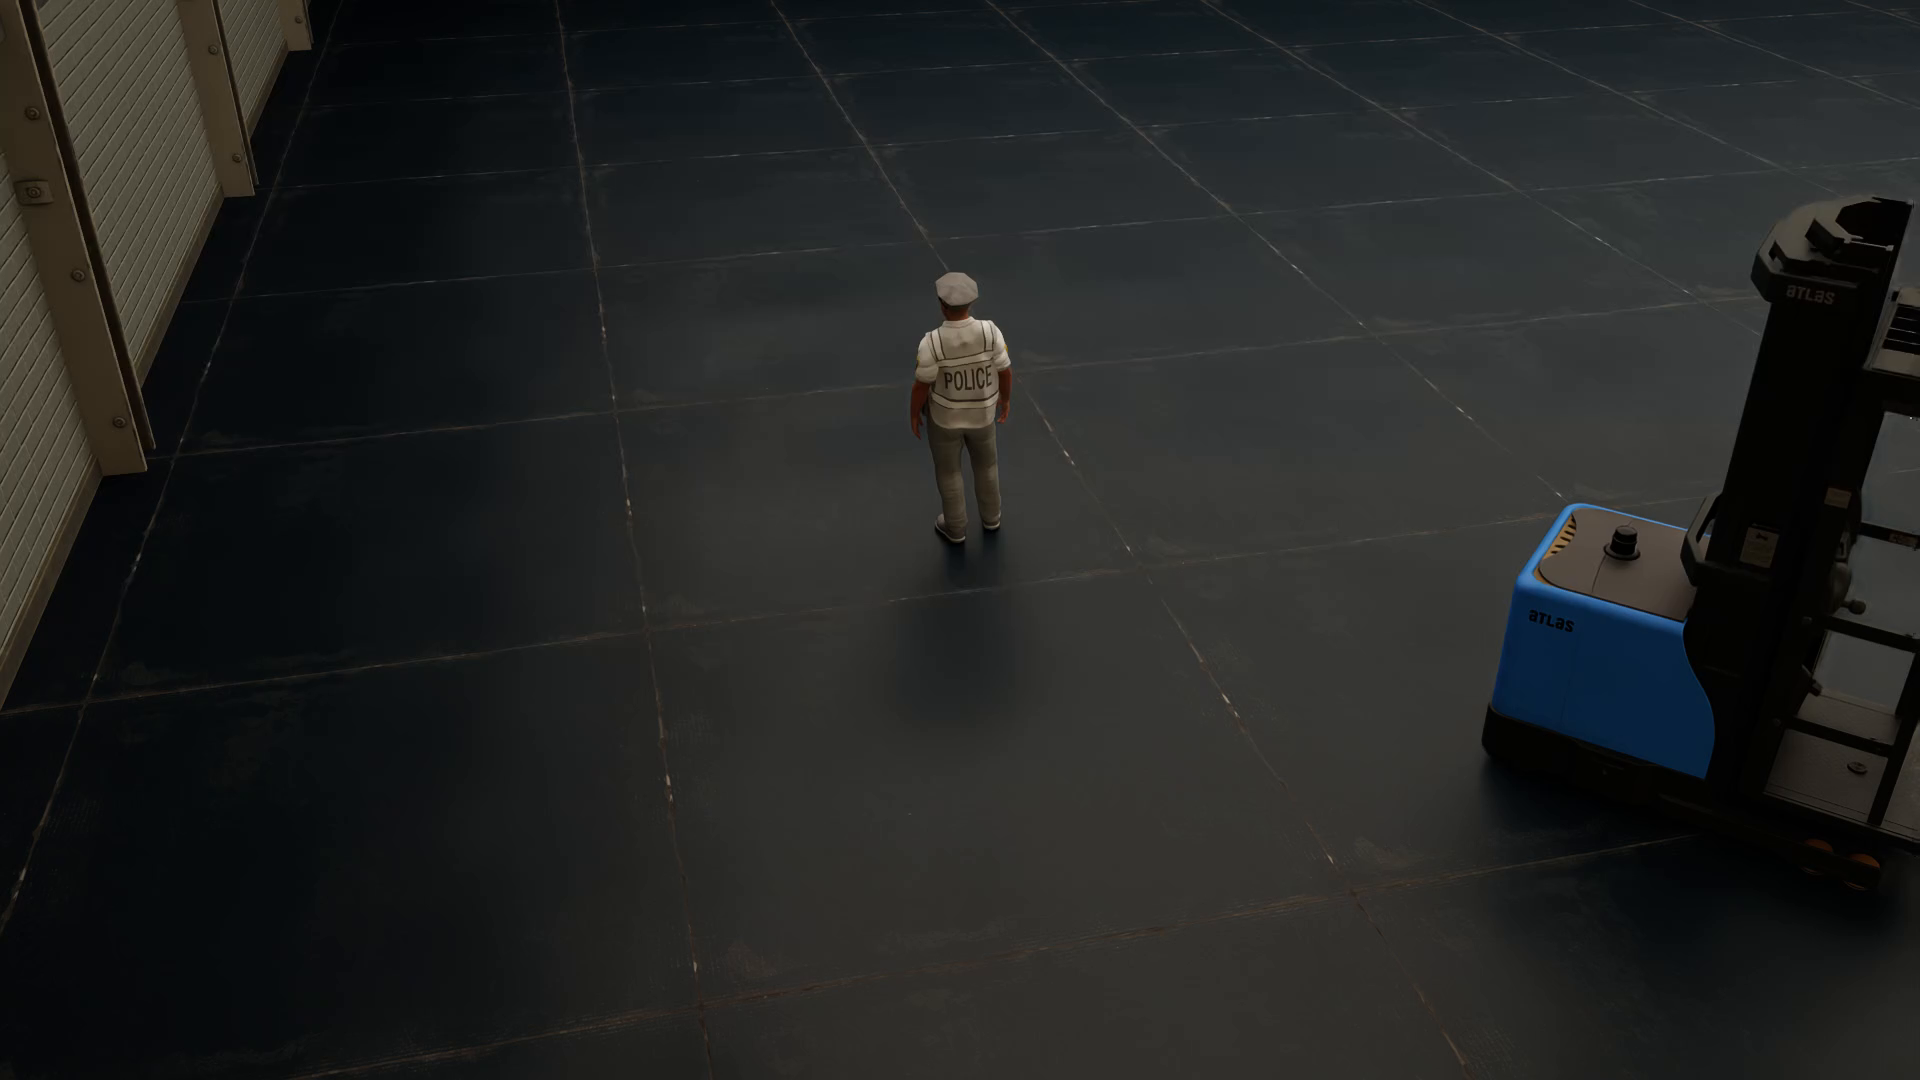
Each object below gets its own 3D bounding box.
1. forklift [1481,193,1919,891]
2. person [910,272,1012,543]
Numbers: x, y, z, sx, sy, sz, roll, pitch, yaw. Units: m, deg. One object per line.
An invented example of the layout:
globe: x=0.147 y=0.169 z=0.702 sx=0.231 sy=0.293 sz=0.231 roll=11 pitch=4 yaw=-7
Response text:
forklift: x=4.200 y=0.048 z=7.491 sx=3.031 sy=2.935 sz=1.130 roll=18 pitch=35 yaw=28
person: x=-0.006 y=-0.815 z=10.118 sx=0.640 sy=1.778 sz=0.575 roll=-7 pitch=31 yaw=-12
